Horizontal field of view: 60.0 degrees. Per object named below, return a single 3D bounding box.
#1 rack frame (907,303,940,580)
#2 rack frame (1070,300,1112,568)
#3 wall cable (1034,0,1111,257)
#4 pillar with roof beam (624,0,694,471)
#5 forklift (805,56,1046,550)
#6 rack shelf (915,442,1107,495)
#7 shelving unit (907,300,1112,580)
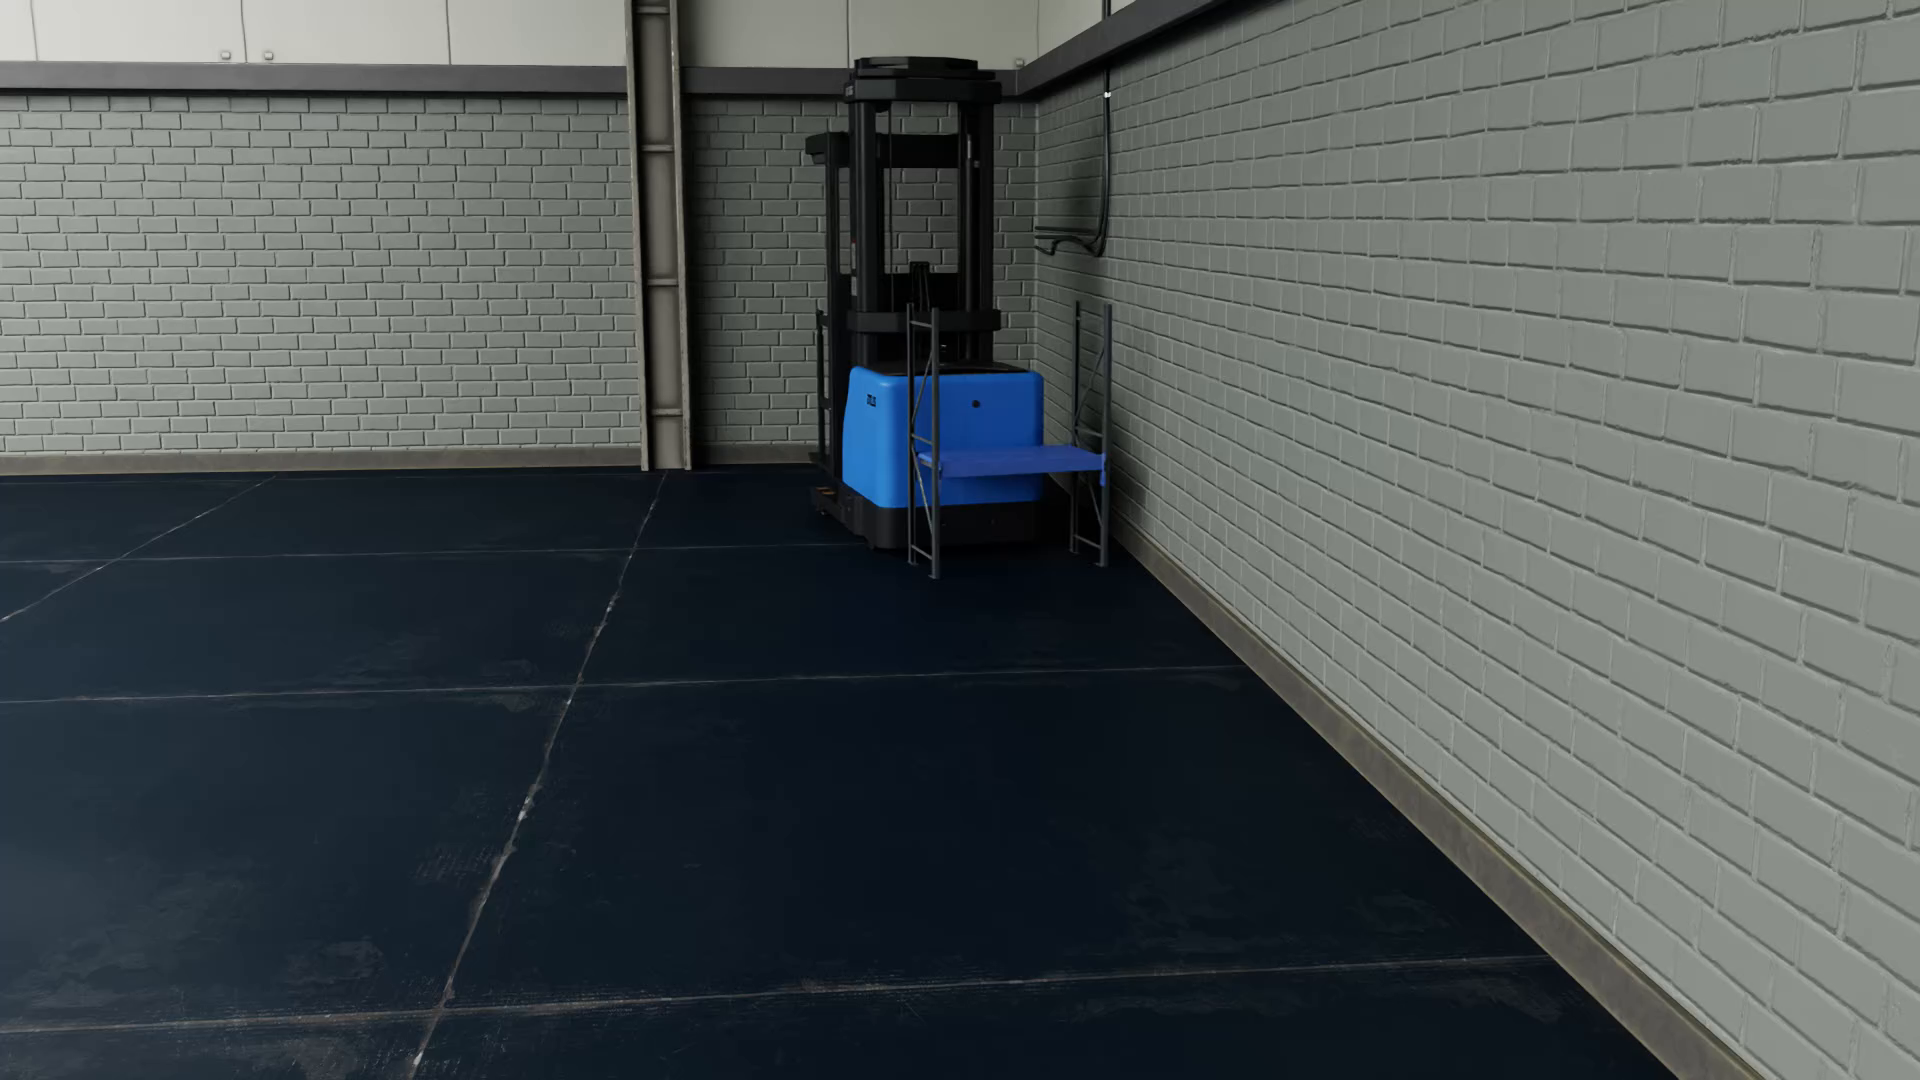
[{"bbox_3d":[-0.207,-0.560,9.328,0.032,1.500,0.500,-4,12,-18],"label":"rack frame"},{"bbox_3d":[0.757,-0.623,9.648,0.032,1.500,0.500,-4,12,-18],"label":"rack frame"},{"bbox_3d":[0.731,-3.283,11.791,0.112,2.526,3.097,-1,11,-6],"label":"wall cable"},{"bbox_3d":[-1.876,-4.174,8.270,0.400,9.000,9.100,-1,11,-6],"label":"pillar with roof beam"},{"bbox_3d":[-0.389,-1.618,11.002,1.130,2.935,3.031,-3,12,-16],"label":"forklift"},{"bbox_3d":[0.275,-0.415,9.522,1.000,0.185,0.538,-4,12,-18],"label":"rack shelf"},{"bbox_3d":[0.275,-0.591,9.488,1.048,1.500,0.538,-4,12,-18],"label":"shelving unit"}]
